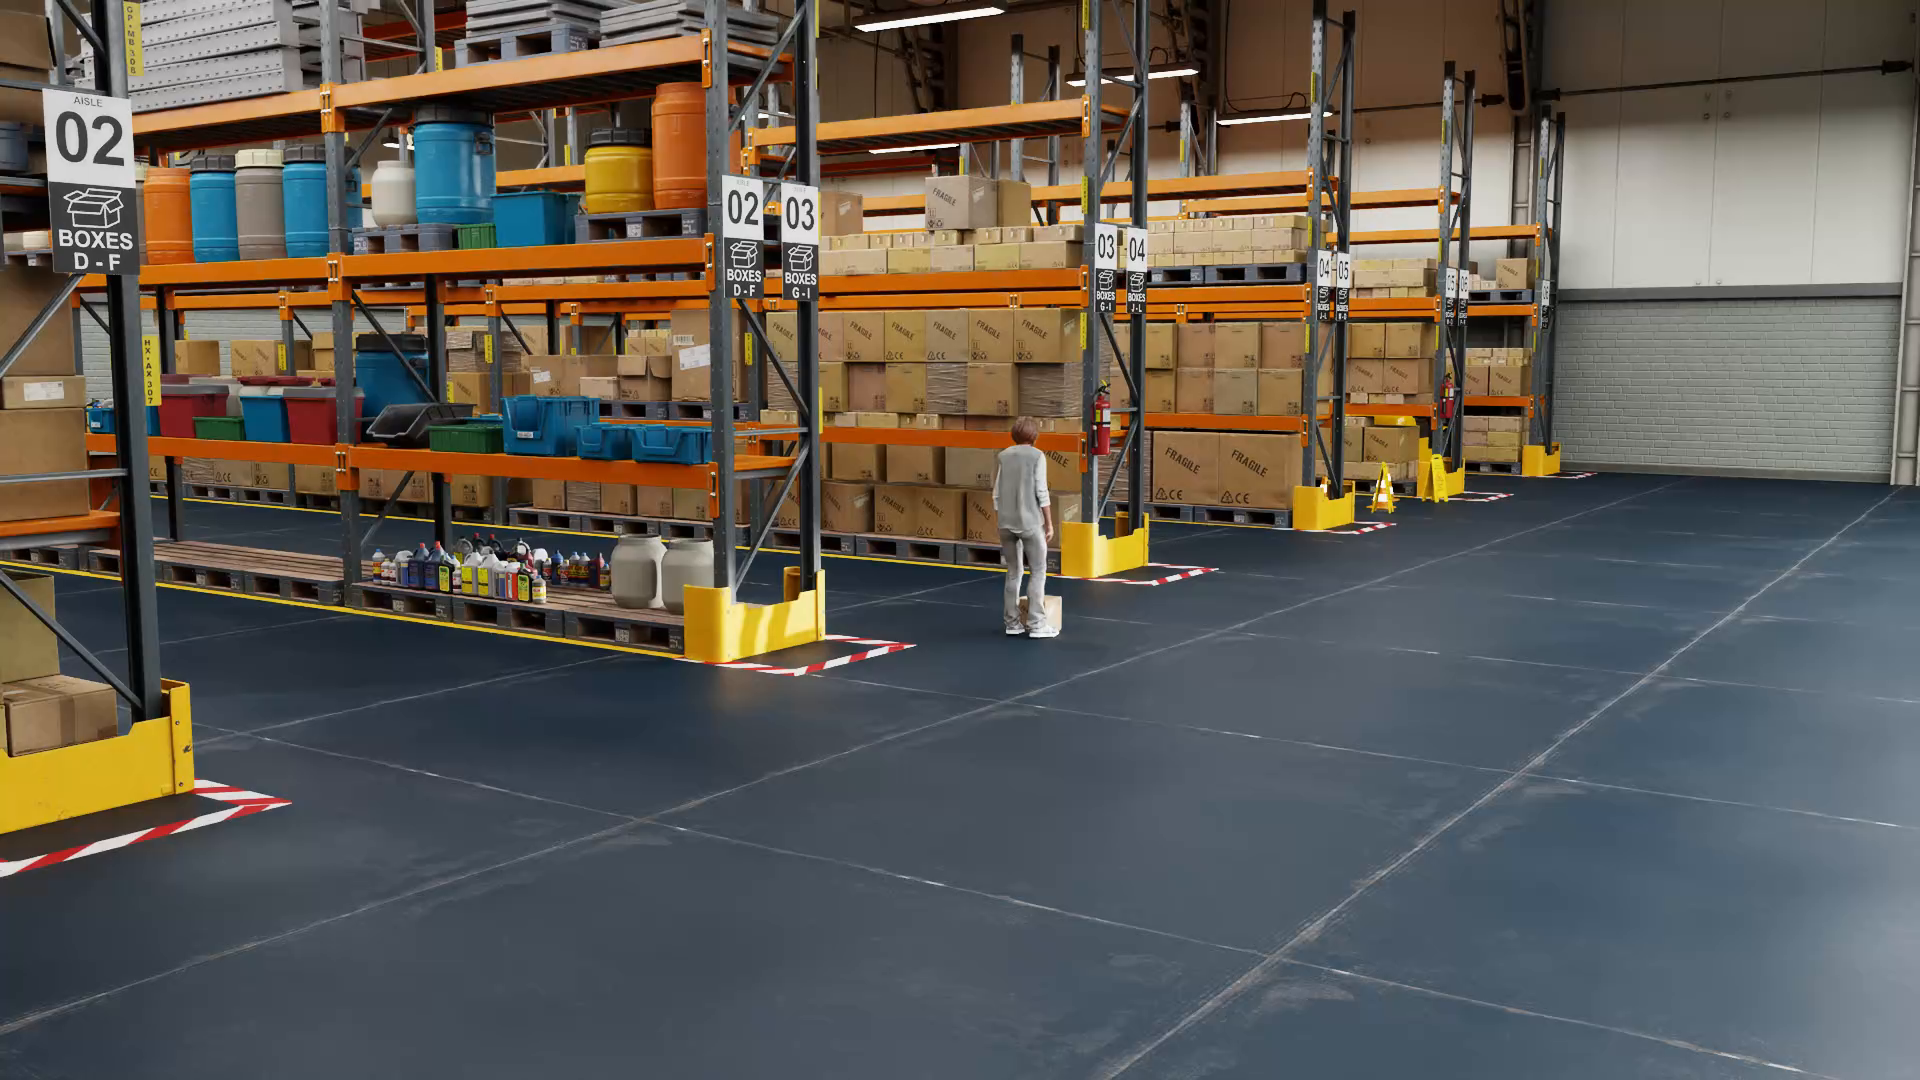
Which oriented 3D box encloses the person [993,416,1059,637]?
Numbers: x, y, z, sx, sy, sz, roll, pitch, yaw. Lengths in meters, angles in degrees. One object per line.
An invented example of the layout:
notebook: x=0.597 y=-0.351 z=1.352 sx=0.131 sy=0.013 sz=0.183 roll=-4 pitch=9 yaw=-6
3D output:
person: x=0.462 y=-0.090 z=12.035 sx=0.466 sy=1.581 sz=0.366 roll=4 pitch=8 yaw=33
